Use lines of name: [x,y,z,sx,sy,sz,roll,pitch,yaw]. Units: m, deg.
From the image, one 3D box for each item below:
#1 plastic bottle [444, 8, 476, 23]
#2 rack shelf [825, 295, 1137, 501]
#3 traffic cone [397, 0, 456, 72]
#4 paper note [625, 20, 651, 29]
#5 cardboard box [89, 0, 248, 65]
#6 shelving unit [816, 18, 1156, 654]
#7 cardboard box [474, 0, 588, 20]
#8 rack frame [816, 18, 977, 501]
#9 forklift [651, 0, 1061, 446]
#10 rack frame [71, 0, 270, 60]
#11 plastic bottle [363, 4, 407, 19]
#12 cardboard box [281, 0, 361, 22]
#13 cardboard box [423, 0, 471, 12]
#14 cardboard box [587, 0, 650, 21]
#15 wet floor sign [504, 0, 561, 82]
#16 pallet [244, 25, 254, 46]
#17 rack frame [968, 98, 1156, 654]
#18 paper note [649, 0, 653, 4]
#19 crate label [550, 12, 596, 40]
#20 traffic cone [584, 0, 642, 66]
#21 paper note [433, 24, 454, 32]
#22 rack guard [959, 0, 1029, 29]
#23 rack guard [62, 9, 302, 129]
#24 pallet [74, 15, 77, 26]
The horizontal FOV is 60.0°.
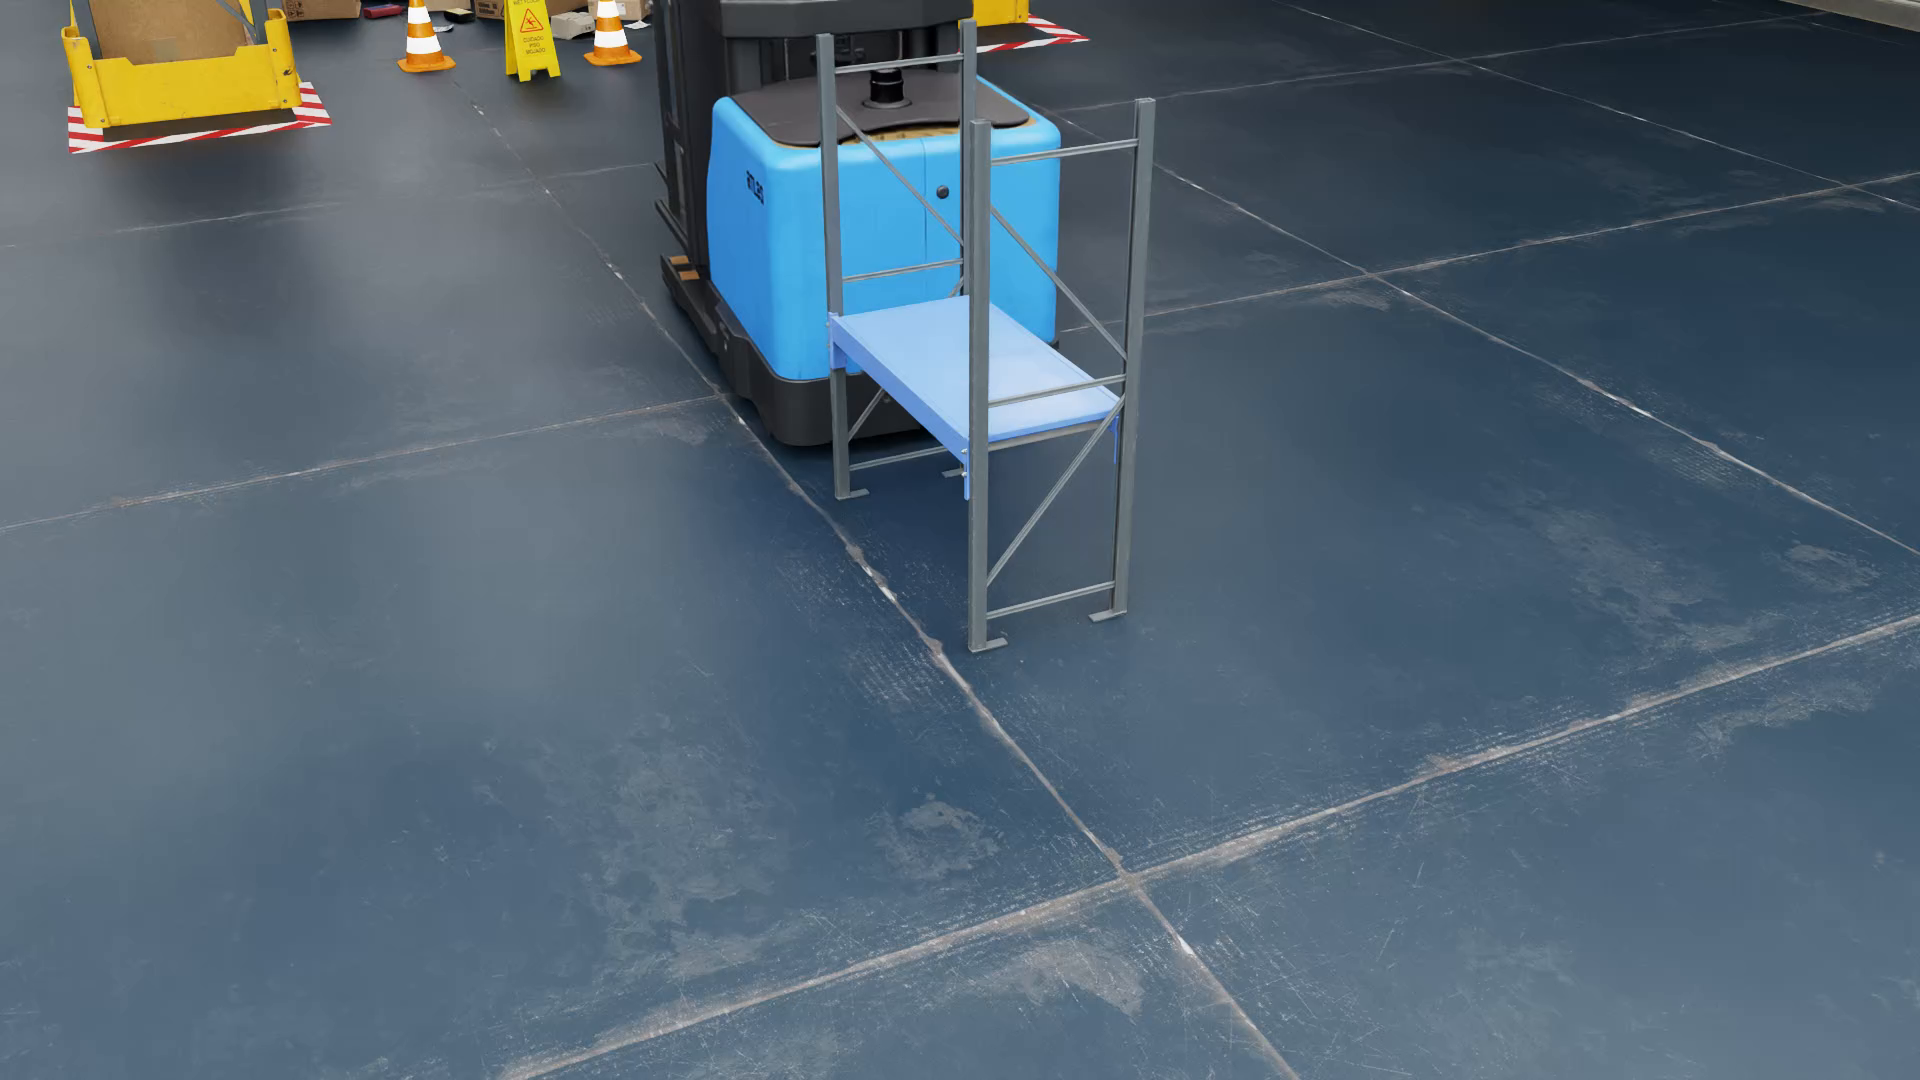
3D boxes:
plastic bottle: [-3.593,-3.751,11.877,0.283,0.061,0.133,26,38,38]
rack shelf: [0.037,-0.460,4.904,0.538,0.185,1.000,-13,32,-22]
traffic cone: [-3.432,-3.258,10.587,0.336,0.463,0.334,-13,32,-22]
paper note: [-2.263,-3.621,11.675,0.142,0.019,0.148,26,38,38]
cardboard box: [-4.837,-3.374,9.943,0.875,0.875,0.875,-13,32,-22]
shelving unit: [0.037,-0.616,4.816,0.538,1.500,1.048,-13,32,-22]
cardboard box: [-3.100,-4.071,11.996,0.637,0.503,0.797,13,32,21]
rack frame: [-0.182,-0.841,5.216,0.500,1.500,0.032,-13,32,-22]
forklift: [-0.637,-2.303,6.361,1.130,2.935,3.031,-10,31,-18]
rack frame: [-4.487,-3.832,9.017,1.000,3.000,0.127,-13,32,-22]
plastic bottle: [-4.146,-3.821,12.001,0.133,0.061,0.283,26,38,38]
cardboard box: [-4.611,-4.039,11.940,0.500,0.500,0.500,-8,30,-13]
cardboard box: [-3.803,-4.034,12.172,0.396,0.266,0.258,-8,30,-13]
cardboard box: [-2.446,-3.827,11.923,0.380,0.149,0.250,2,29,4]
wet floor sign: [-2.686,-3.208,10.311,0.267,0.644,0.232,-19,35,-30]
pallet: [-4.901,-2.952,10.299,1.003,0.211,1.213,-13,32,-22]
rack frame: [0.255,-0.392,4.416,0.500,1.500,0.032,-13,32,-22]
paper note: [-2.307,-4.010,12.391,0.032,0.001,0.123,-13,32,-22]
crate label: [-2.659,-3.537,11.418,0.298,0.136,0.250,19,34,30]
traffic cone: [-2.266,-3.345,10.743,0.336,0.463,0.334,-13,32,-22]
paper note: [-3.609,-3.567,11.582,0.144,0.017,0.142,-3,29,-5]
rack guard: [-0.092,-3.859,11.621,1.175,0.500,0.348,-13,32,-22]
rack guard: [-4.476,-2.731,9.609,1.175,0.500,0.348,-13,32,-22]
pallet: [-5.420,-3.491,11.259,1.003,0.211,1.213,-13,32,-22]
